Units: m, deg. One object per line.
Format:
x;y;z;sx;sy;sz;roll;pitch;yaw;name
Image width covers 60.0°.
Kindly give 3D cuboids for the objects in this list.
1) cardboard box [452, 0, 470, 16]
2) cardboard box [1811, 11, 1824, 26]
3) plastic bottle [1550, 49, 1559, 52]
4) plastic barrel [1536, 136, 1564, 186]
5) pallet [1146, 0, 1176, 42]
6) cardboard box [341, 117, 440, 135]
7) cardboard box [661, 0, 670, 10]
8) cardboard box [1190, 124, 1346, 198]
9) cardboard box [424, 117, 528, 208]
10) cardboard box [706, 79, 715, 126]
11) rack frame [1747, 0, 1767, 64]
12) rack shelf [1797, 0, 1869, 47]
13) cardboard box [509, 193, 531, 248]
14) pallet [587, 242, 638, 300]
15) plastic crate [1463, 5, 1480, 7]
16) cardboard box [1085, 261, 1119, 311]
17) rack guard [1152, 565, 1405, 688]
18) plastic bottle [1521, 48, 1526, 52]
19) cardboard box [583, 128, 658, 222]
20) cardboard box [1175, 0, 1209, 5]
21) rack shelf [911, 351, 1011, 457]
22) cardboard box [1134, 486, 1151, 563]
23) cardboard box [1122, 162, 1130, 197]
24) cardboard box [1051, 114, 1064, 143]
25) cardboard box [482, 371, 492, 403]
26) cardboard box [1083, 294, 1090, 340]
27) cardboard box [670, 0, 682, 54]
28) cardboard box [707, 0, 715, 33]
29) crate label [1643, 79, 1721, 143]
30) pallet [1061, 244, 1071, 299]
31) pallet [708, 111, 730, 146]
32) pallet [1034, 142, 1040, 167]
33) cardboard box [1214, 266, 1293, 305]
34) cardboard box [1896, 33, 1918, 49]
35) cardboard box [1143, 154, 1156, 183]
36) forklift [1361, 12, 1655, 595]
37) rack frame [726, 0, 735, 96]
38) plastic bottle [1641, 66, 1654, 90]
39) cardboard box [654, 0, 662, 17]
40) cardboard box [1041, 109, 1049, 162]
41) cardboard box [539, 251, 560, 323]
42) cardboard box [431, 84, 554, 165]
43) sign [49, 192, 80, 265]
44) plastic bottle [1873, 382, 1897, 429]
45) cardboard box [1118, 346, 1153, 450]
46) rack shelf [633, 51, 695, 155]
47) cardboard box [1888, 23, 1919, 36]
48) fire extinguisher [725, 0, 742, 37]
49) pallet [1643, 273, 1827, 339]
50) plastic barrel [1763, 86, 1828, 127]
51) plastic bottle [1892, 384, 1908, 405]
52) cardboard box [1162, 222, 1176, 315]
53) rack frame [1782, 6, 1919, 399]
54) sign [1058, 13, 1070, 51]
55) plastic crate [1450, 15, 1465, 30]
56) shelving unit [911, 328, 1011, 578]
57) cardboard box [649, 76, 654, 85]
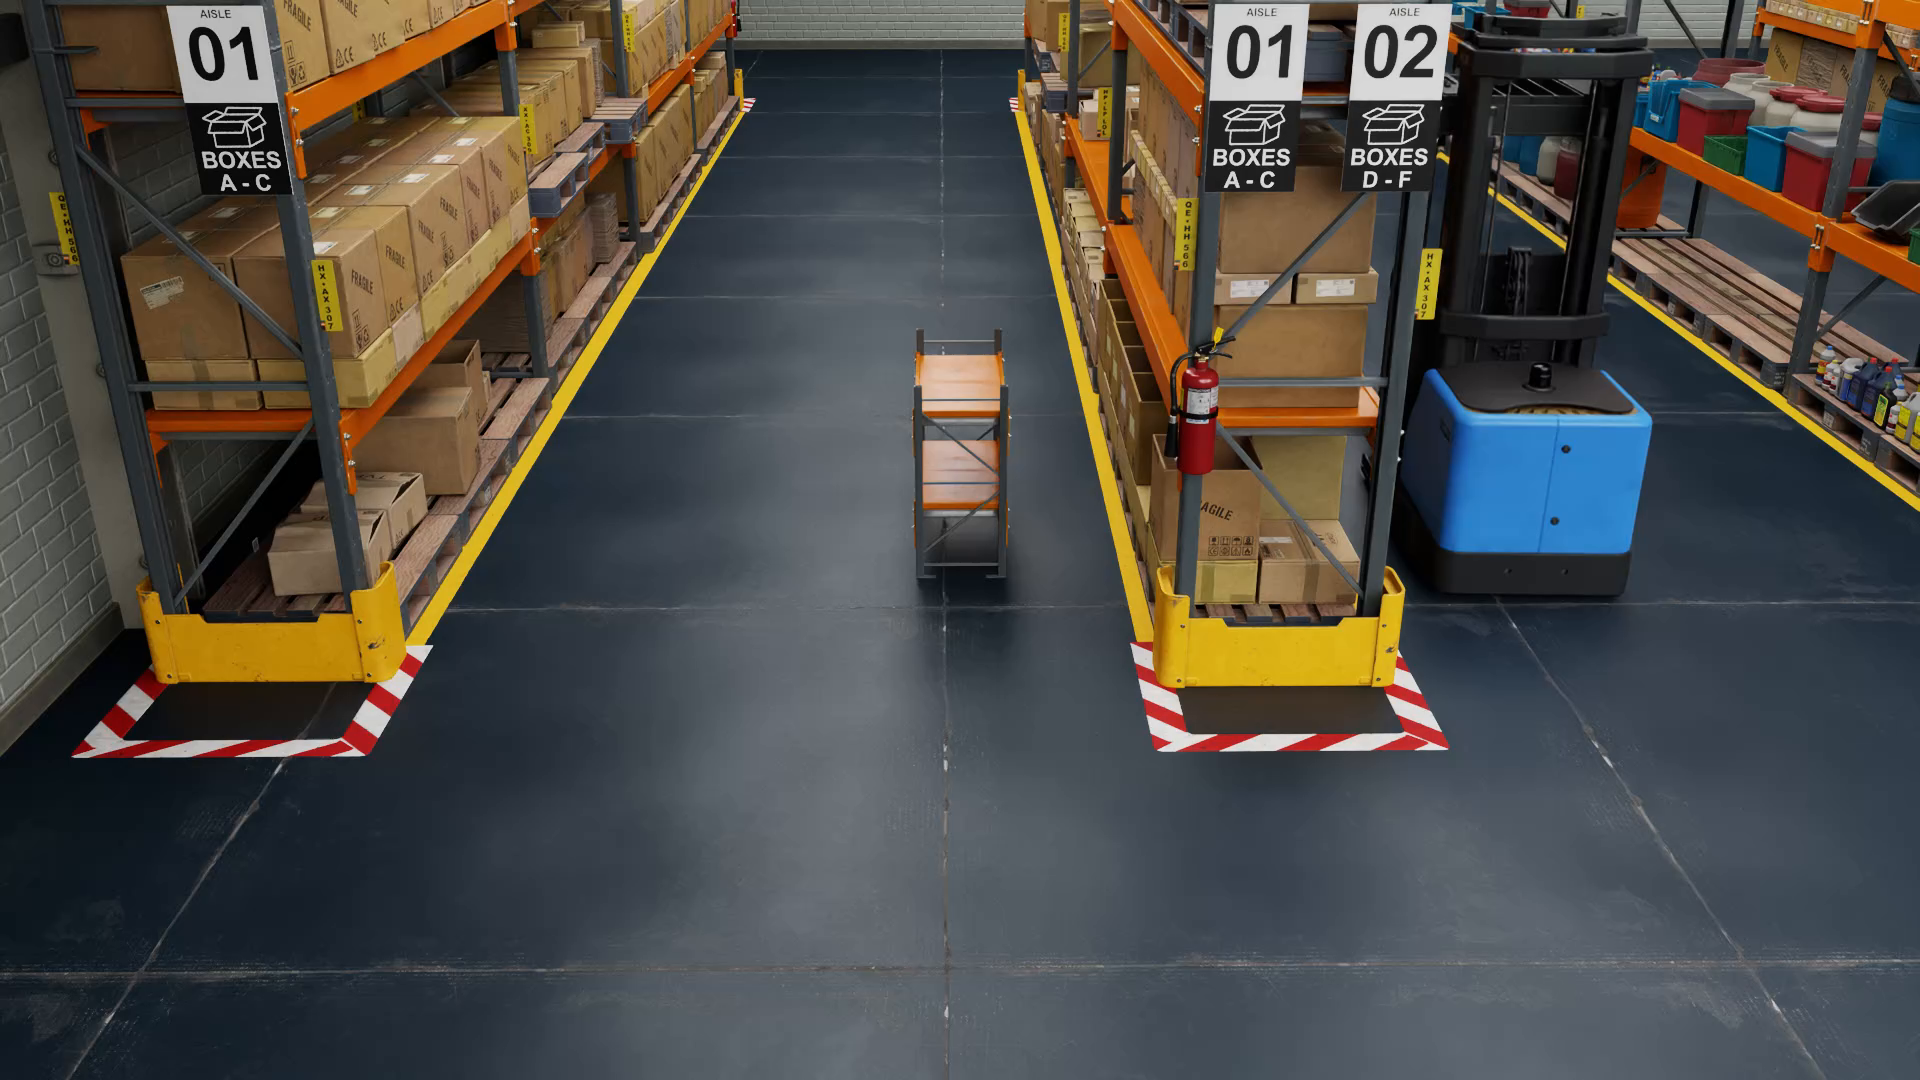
-3.194;-3.356;9.745;0.500;0.500;0.500;-2;24;-5;cardboard box
10.979;-6.570;20.941;0.380;0.149;0.250;-1;24;-1;cardboard box
6.016;-4.853;16.900;0.144;0.351;0.185;0;24;-1;plastic bottle
6.293;-4.000;17.463;0.421;0.512;0.421;0;24;0;plastic barrel
1.559;-2.848;8.873;1.003;0.211;1.213;0;24;-1;pallet
-3.643;-2.438;10.748;0.500;0.500;0.500;-1;24;-2;cardboard box
-3.264;-5.566;17.001;0.500;0.250;0.500;0;24;0;cardboard box
1.553;-1.793;8.379;0.700;0.500;0.500;-1;24;-2;cardboard box
-3.125;-2.439;10.751;0.500;0.500;0.500;0;24;-1;cardboard box
-3.438;-5.426;20.631;0.700;0.500;0.500;0;24;1;cardboard box
11.289;-7.362;22.387;1.000;3.000;0.127;0;24;-1;rack frame
6.445;-4.258;12.757;1.077;0.370;4.000;0;24;-1;rack shelf
-3.131;-2.097;10.904;0.500;0.250;0.500;0;24;0;cardboard box
-3.476;-2.406;14.813;1.003;0.211;1.213;0;24;-1;pallet
6.515;-6.792;21.374;0.396;0.136;0.243;0;24;-1;plastic crate
1.211;-1.948;12.563;0.500;0.311;0.500;0;24;1;cardboard box
1.558;0.423;8.208;1.175;0.500;0.348;0;24;-1;rack guard
5.967;-5.119;17.570;0.061;0.283;0.133;0;24;-1;plastic bottle
-3.360;-3.514;15.978;0.750;0.750;0.750;-1;24;-1;cardboard box
1.281;-2.752;8.058;0.500;0.250;0.500;0;24;-1;cardboard box
0.000;-0.782;9.404;0.538;0.278;1.000;0;24;-1;rack shelf
1.239;-0.090;9.136;0.500;0.250;0.500;0;24;-1;cardboard box
1.321;-2.674;12.186;0.396;0.266;0.258;-1;24;-2;cardboard box
1.205;-4.254;17.106;0.500;0.250;0.500;-1;24;-2;cardboard box
-3.404;-1.039;11.312;0.380;0.166;0.250;-3;25;-7;cardboard box
1.216;-1.690;12.675;0.500;0.250;0.500;-1;24;-1;cardboard box
-3.254;-5.438;17.626;0.500;0.500;0.500;0;24;0;cardboard box
-3.537;-6.607;20.355;0.980;0.700;0.700;-1;24;-3;cardboard box
6.164;-3.648;14.134;0.502;0.435;0.616;0;24;-1;crate label
1.440;-2.412;14.827;1.003;0.211;1.213;0;24;-1;pallet
-3.473;-5.194;20.977;1.003;0.211;1.213;0;24;-1;pallet
1.420;-4.683;19.848;1.003;0.211;1.213;0;24;-1;pallet
1.363;-1.223;7.906;0.380;0.149;0.250;-1;24;-1;cardboard box
11.001;-5.723;19.069;0.380;0.149;0.250;0;24;0;cardboard box
1.335;-2.286;10.255;0.380;0.149;0.250;0;24;-1;cardboard box
3.119;-1.601;9.734;1.130;2.935;3.031;1;24;2;forklift
-3.570;-7.295;22.239;1.000;3.000;0.127;0;24;-1;rack frame
6.759;-4.553;16.332;0.097;0.271;0.097;0;24;0;plastic bottle
-3.258;-5.356;16.536;0.500;0.250;0.500;-1;24;-2;cardboard box
1.188;-4.532;18.629;0.500;0.500;0.500;-1;24;-3;cardboard box
-3.520;-1.928;12.871;0.700;0.500;0.500;-1;24;-2;cardboard box
-3.410;-3.036;12.168;0.700;0.500;0.500;2;24;5;cardboard box
-3.951;-1.379;7.371;0.100;0.325;0.005;0;24;-1;sign
6.023;-0.877;10.811;0.061;0.283;0.133;1;24;2;plastic bottle
1.224;-0.844;9.892;0.500;0.500;0.500;0;24;-1;cardboard box
-3.505;-4.495;16.921;1.077;0.370;4.000;0;24;-1;rack shelf
11.065;-5.961;19.112;0.500;0.250;0.500;-1;24;-2;cardboard box
-3.111;-7.154;22.474;0.296;0.674;0.183;0;24;-1;fire extinguisher
6.403;-1.952;13.809;1.003;0.211;1.213;0;24;-1;pallet
6.663;-3.332;13.313;0.433;0.535;0.433;0;24;0;plastic barrel
6.102;-0.879;10.831;0.097;0.271;0.097;0;24;0;plastic bottle
1.546;-1.602;9.530;0.700;0.500;0.500;0;24;1;cardboard box
6.467;-2.395;11.405;1.000;3.000;0.127;0;24;-1;rack frame
0.928;-4.507;14.767;0.100;0.325;0.005;0;24;-1;sign
6.060;-6.315;20.319;0.293;0.136;0.466;0;24;-1;plastic crate
0.000;-0.515;9.524;0.538;1.125;1.048;0;24;-1;shelving unit
-3.283;-4.662;16.698;0.380;0.149;0.250;0;24;0;cardboard box
